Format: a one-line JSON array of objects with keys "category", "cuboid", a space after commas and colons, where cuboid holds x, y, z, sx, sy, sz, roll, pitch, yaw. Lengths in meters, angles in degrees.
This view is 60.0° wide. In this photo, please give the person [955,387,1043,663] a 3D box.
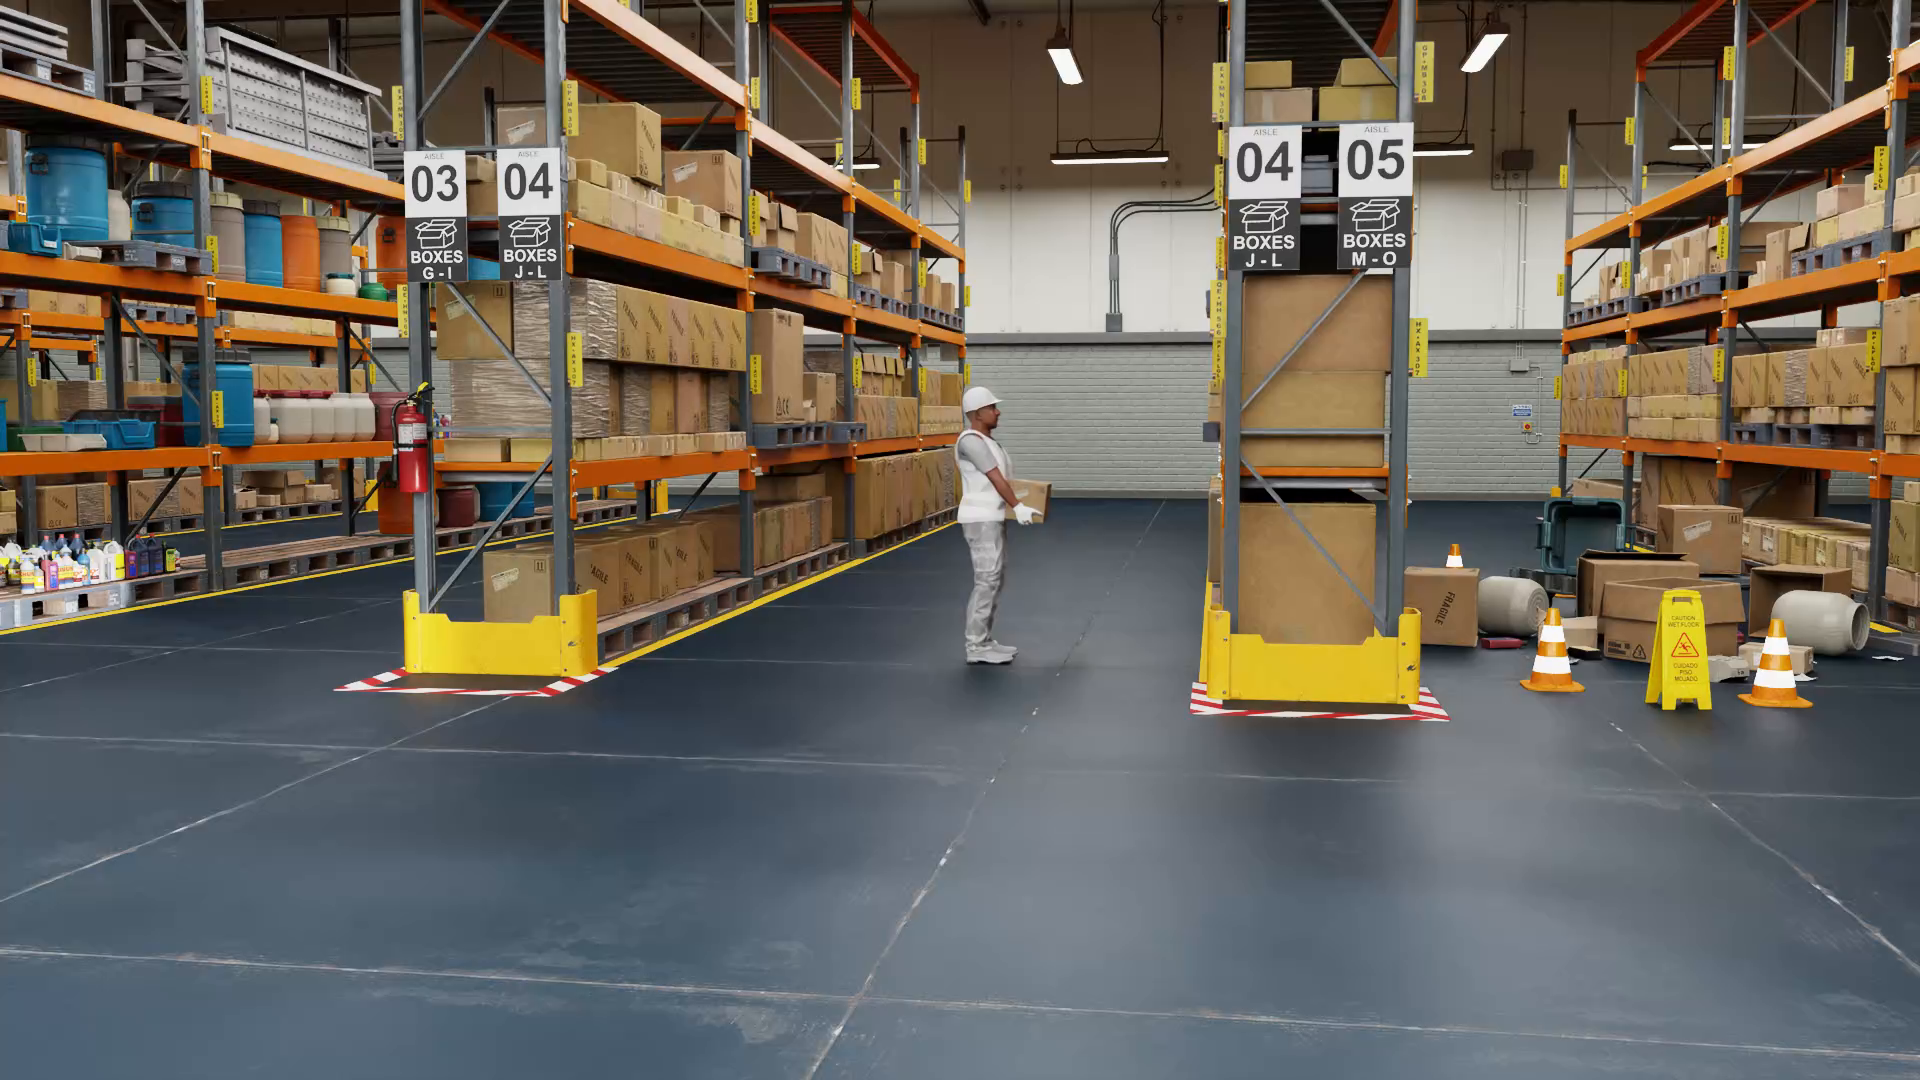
[{"category": "person", "cuboid": [0.272, -0.105, 10.831, 0.580, 1.779, 0.488, 1, 4, 10]}]
